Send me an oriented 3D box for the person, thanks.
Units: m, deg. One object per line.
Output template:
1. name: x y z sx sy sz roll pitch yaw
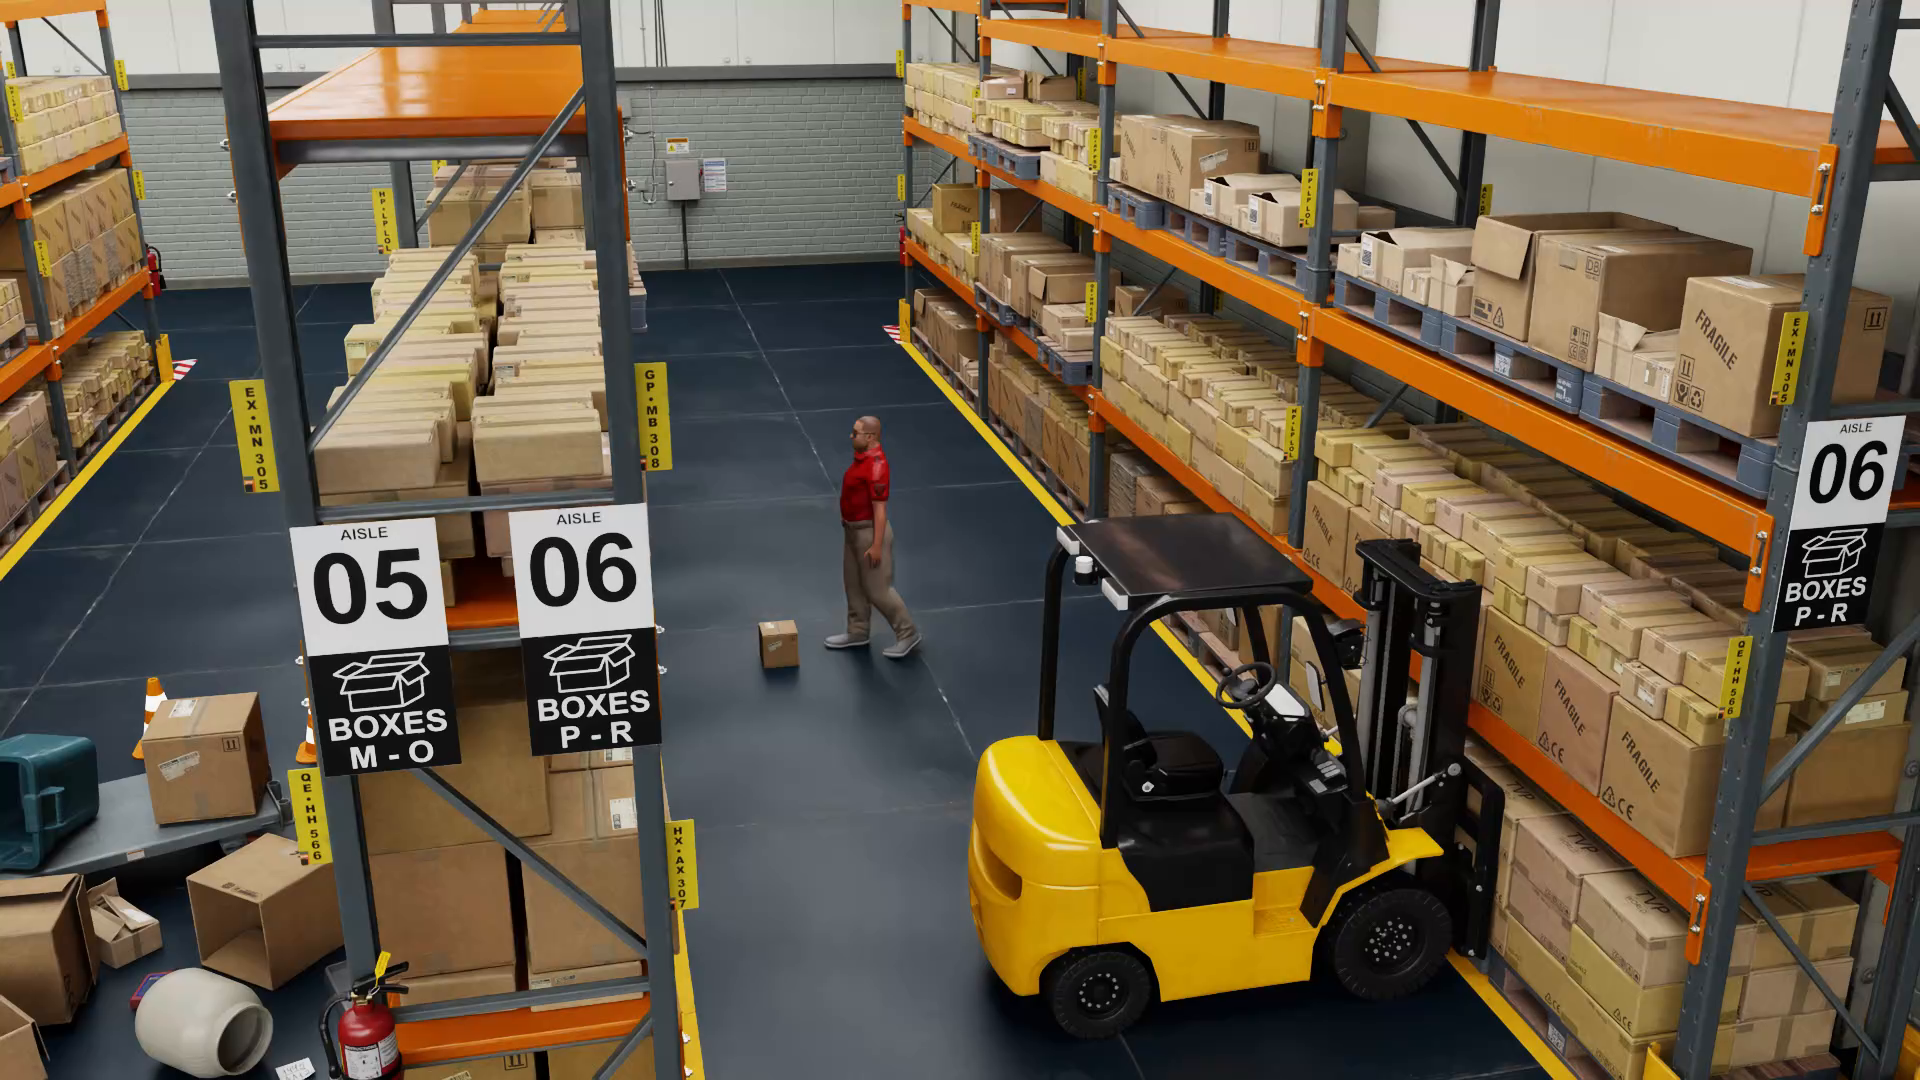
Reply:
1. person: -0.623 -0.030 11.652 0.661 1.725 0.555 -6 20 -16
